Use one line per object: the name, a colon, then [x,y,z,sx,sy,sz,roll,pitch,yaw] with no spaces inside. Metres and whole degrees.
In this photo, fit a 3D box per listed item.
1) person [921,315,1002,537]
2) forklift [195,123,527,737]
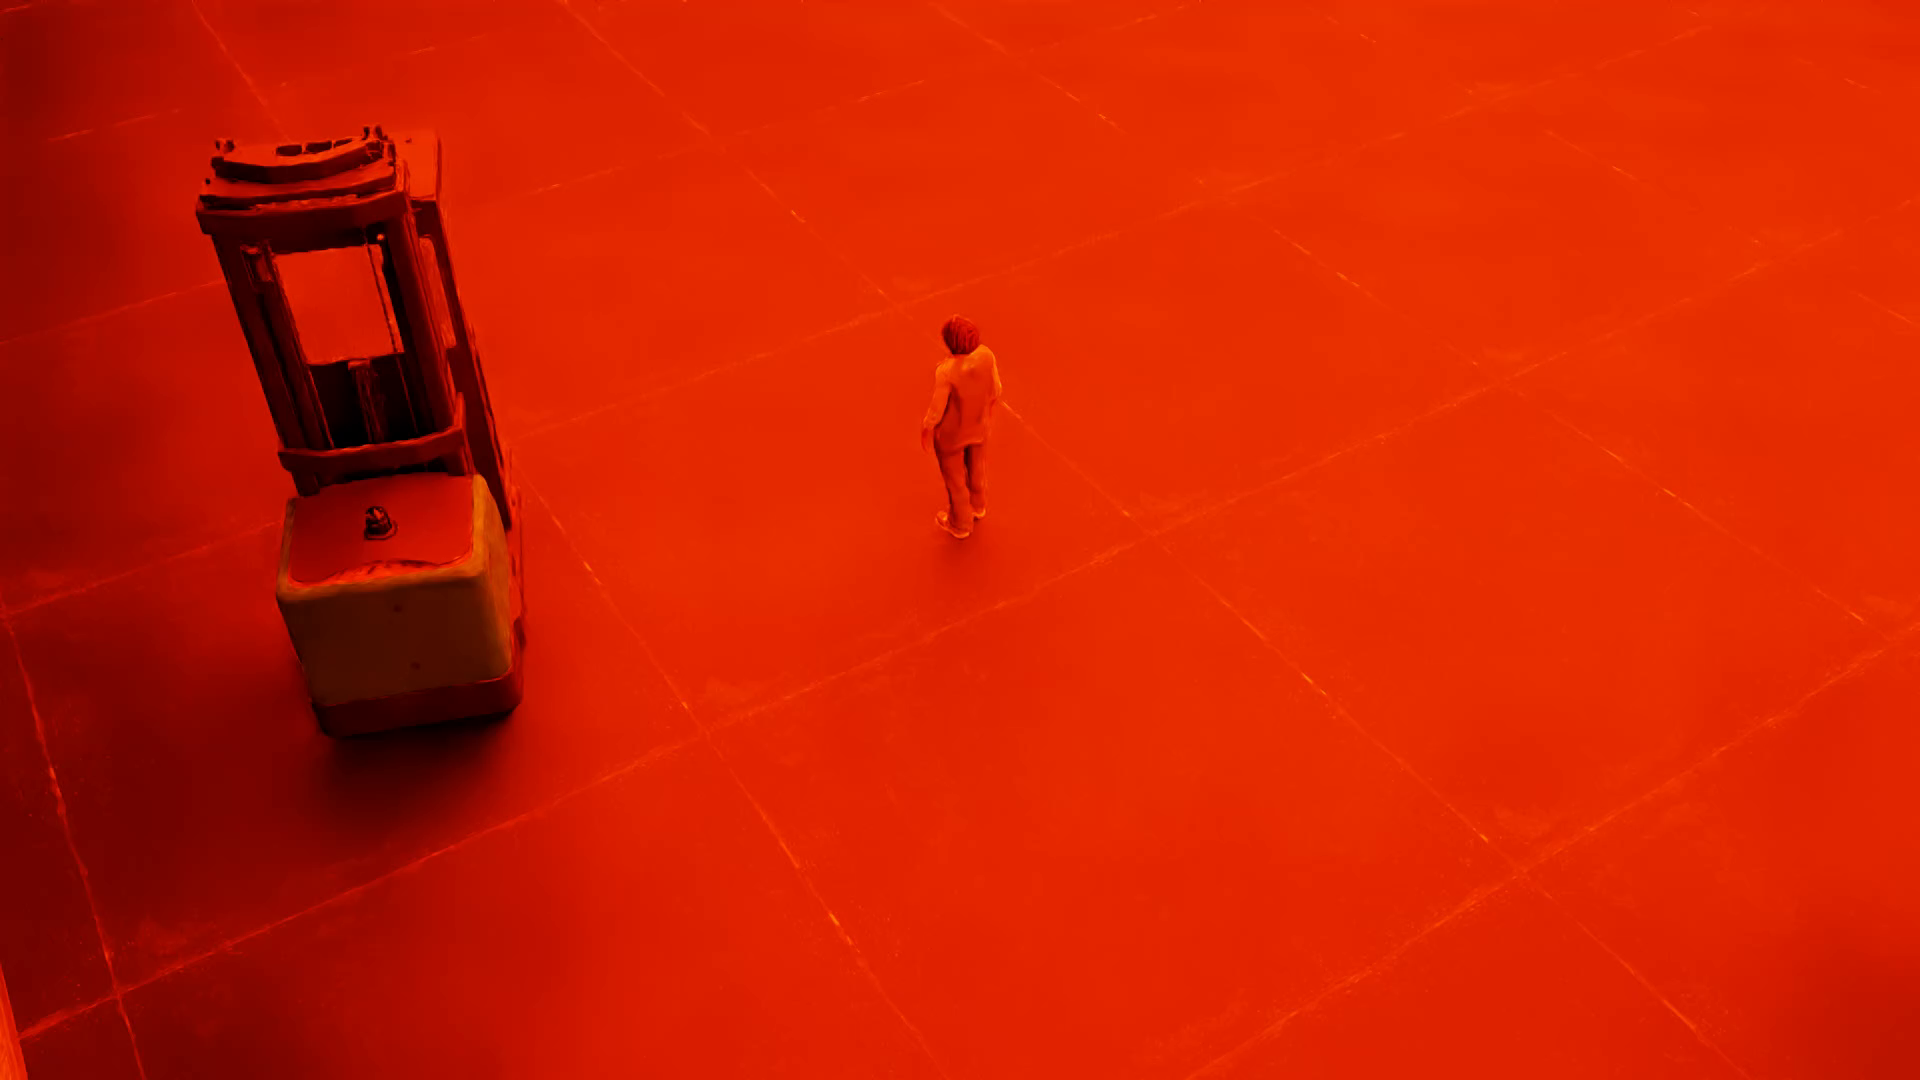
person: [-0.028,-0.682,9.594,0.521,1.596,0.476,-23,46,-24]
forklift: [-3.197,-1.040,9.060,1.130,2.935,3.031,-8,42,-9]
